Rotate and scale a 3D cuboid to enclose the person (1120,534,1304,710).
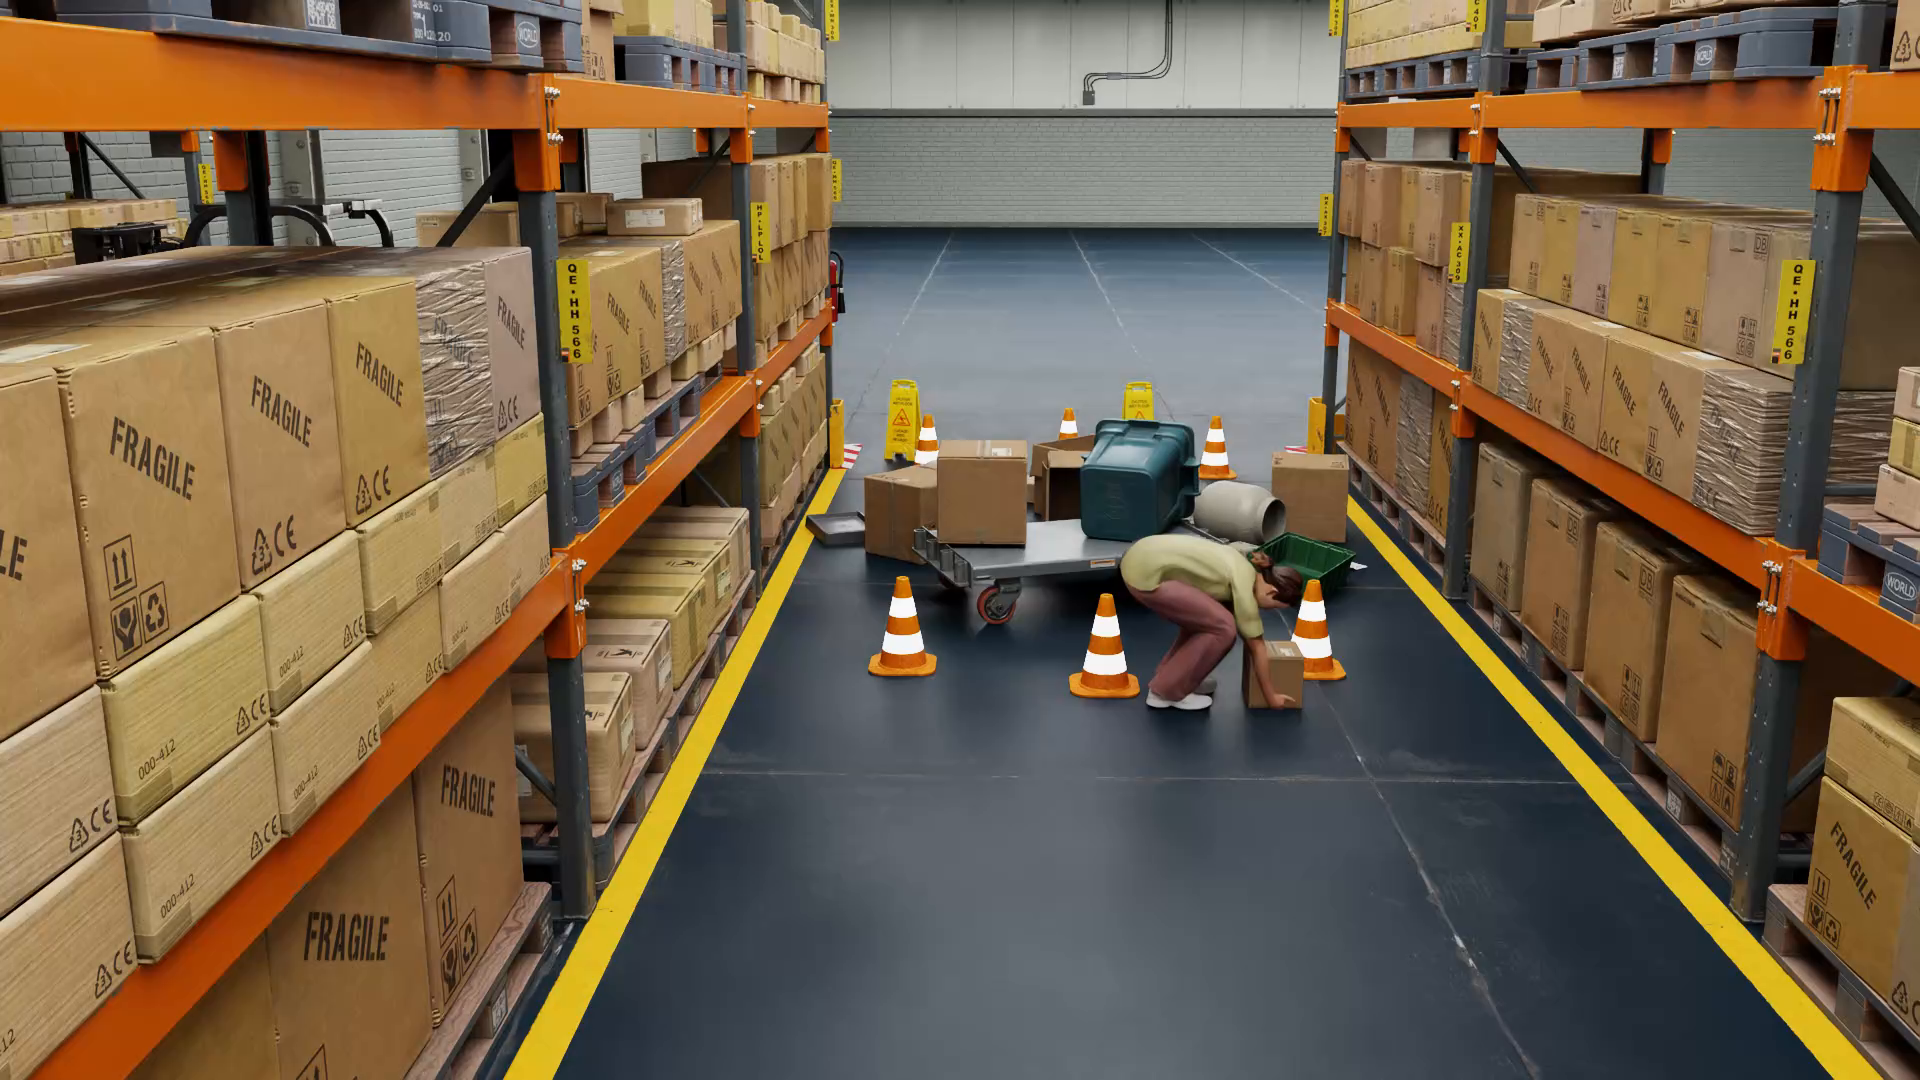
[{"bbox_3d":[1.179,0.381,7.822,0.861,0.819,0.463,0,14,-1],"label":"person"}]
